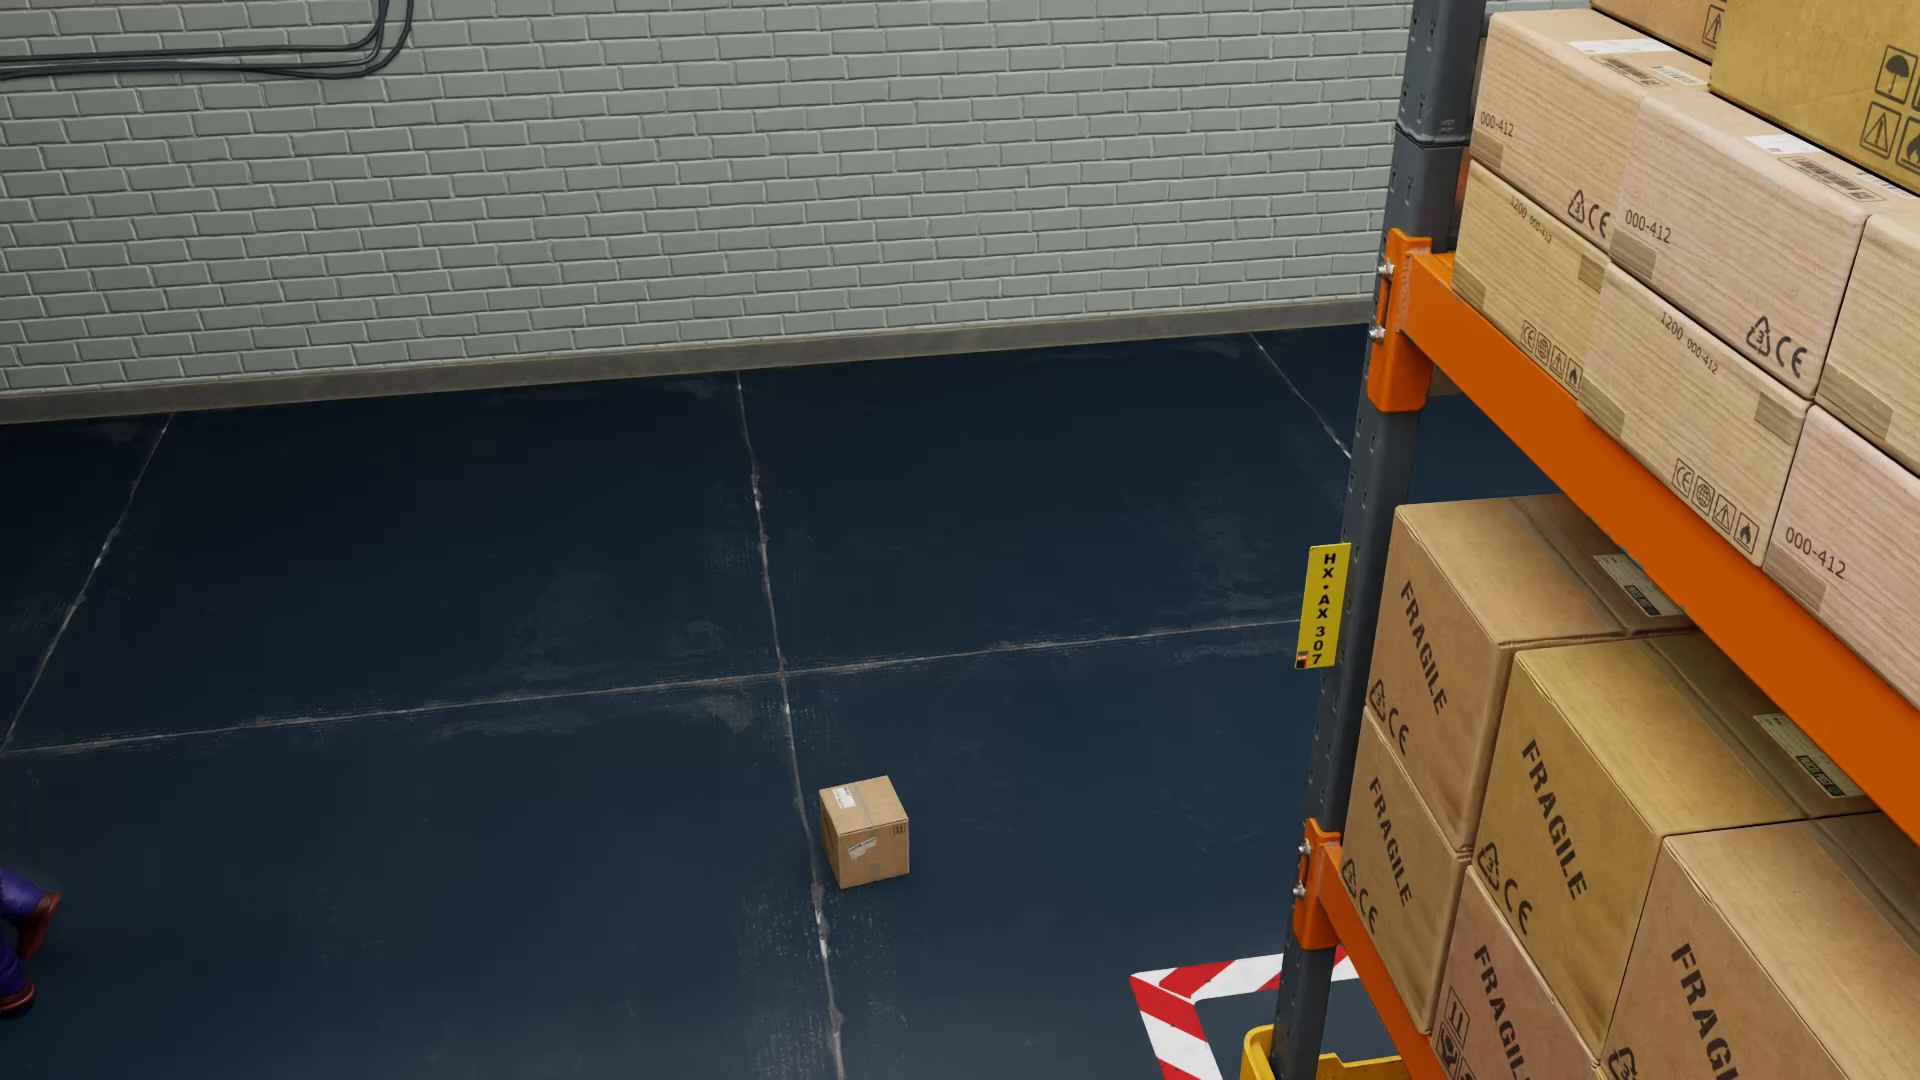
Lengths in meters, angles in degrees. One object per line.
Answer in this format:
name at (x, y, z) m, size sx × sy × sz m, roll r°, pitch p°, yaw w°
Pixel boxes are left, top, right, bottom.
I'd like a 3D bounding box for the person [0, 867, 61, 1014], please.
person at (-3.059, 0.751, 4.868) m, size 0.458 × 1.635 × 0.475 m, roll -10°, pitch 32°, yaw -16°
